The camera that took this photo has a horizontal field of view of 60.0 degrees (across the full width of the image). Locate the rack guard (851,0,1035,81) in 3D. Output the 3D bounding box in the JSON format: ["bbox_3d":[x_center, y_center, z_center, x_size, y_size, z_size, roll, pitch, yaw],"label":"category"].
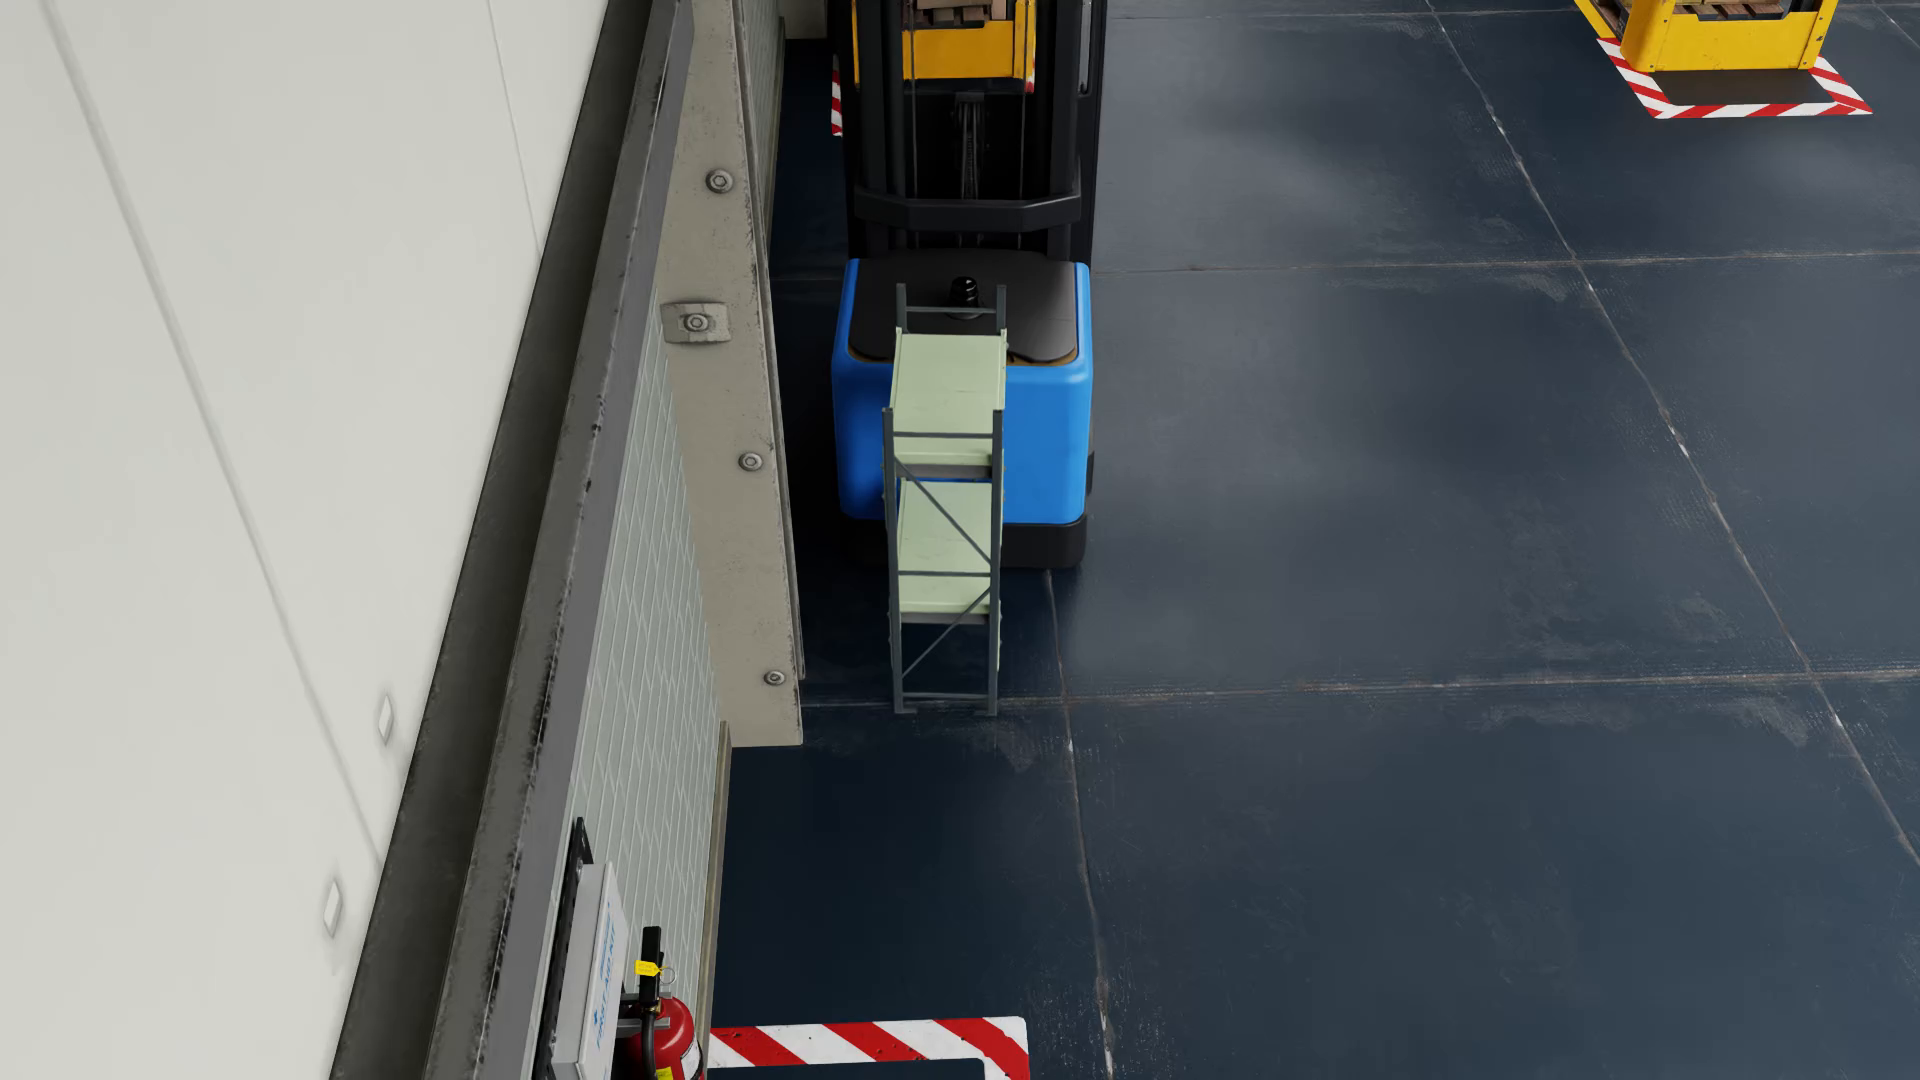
[{"bbox_3d":[-0.132,-3.182,10.351,1.175,0.500,0.348,-2,43,-2],"label":"rack guard"}]

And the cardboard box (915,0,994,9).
[{"bbox_3d":[-0.069,-3.693,10.723,0.500,0.311,0.500,-6,43,-7],"label":"cardboard box"}]

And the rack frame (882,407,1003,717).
[{"bbox_3d":[-0.058,0.125,6.003,0.400,1.500,0.023,1,43,1],"label":"rack frame"}]

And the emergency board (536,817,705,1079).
[{"bbox_3d":[-0.702,1.220,3.699,0.194,1.169,0.643,-2,43,-2],"label":"emergency board"}]

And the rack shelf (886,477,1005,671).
[{"bbox_3d":[-0.045,0.119,6.493,0.431,0.370,0.720,1,43,1],"label":"rack shelf"}]

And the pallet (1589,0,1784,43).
[{"bbox_3d":[4.746,-3.684,11.112,1.003,0.211,1.213,-2,43,-2],"label":"pallet"}]

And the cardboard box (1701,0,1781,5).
[{"bbox_3d":[5.019,-3.706,10.797,0.500,0.250,0.500,-2,43,-2],"label":"cardboard box"}]

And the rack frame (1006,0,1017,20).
[{"bbox_3d":[-0.129,-4.052,9.451,1.000,3.000,0.127,-2,43,-2],"label":"rack frame"}]

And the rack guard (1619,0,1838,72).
[{"bbox_3d":[4.821,-3.259,10.435,1.175,0.500,0.348,-2,43,-2],"label":"rack guard"}]

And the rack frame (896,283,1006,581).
[{"bbox_3d":[-0.033,-0.369,6.543,0.400,1.500,0.023,1,43,1],"label":"rack frame"}]

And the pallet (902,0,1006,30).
[{"bbox_3d":[-0.132,-3.625,11.048,1.003,0.211,1.213,-2,43,-2],"label":"pallet"}]

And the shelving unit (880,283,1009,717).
[{"bbox_3d":[-0.045,-0.122,6.273,0.431,1.500,0.755,1,43,1],"label":"shelving unit"}]

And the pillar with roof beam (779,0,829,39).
[{"bbox_3d":[3.278,-6.835,8.047,9.100,9.000,0.400,-2,43,-2],"label":"pillar with roof beam"}]

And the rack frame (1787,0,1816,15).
[{"bbox_3d":[4.820,-4.197,9.608,1.000,3.000,0.127,-2,43,-2],"label":"rack frame"}]

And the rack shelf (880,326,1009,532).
[{"bbox_3d":[-0.045,-0.409,6.009,0.431,0.370,0.720,1,43,1],"label":"rack shelf"}]

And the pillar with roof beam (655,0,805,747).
[{"bbox_3d":[3.533,-2.784,3.628,9.100,9.000,0.400,-2,43,-2],"label":"pillar with roof beam"}]

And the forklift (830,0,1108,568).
[{"bbox_3d":[0.054,-1.940,7.197,1.130,2.935,3.031,1,43,1],"label":"forklift"}]

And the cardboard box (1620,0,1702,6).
[{"bbox_3d":[4.502,-3.691,10.781,0.500,0.250,0.500,-2,43,-2],"label":"cardboard box"}]
